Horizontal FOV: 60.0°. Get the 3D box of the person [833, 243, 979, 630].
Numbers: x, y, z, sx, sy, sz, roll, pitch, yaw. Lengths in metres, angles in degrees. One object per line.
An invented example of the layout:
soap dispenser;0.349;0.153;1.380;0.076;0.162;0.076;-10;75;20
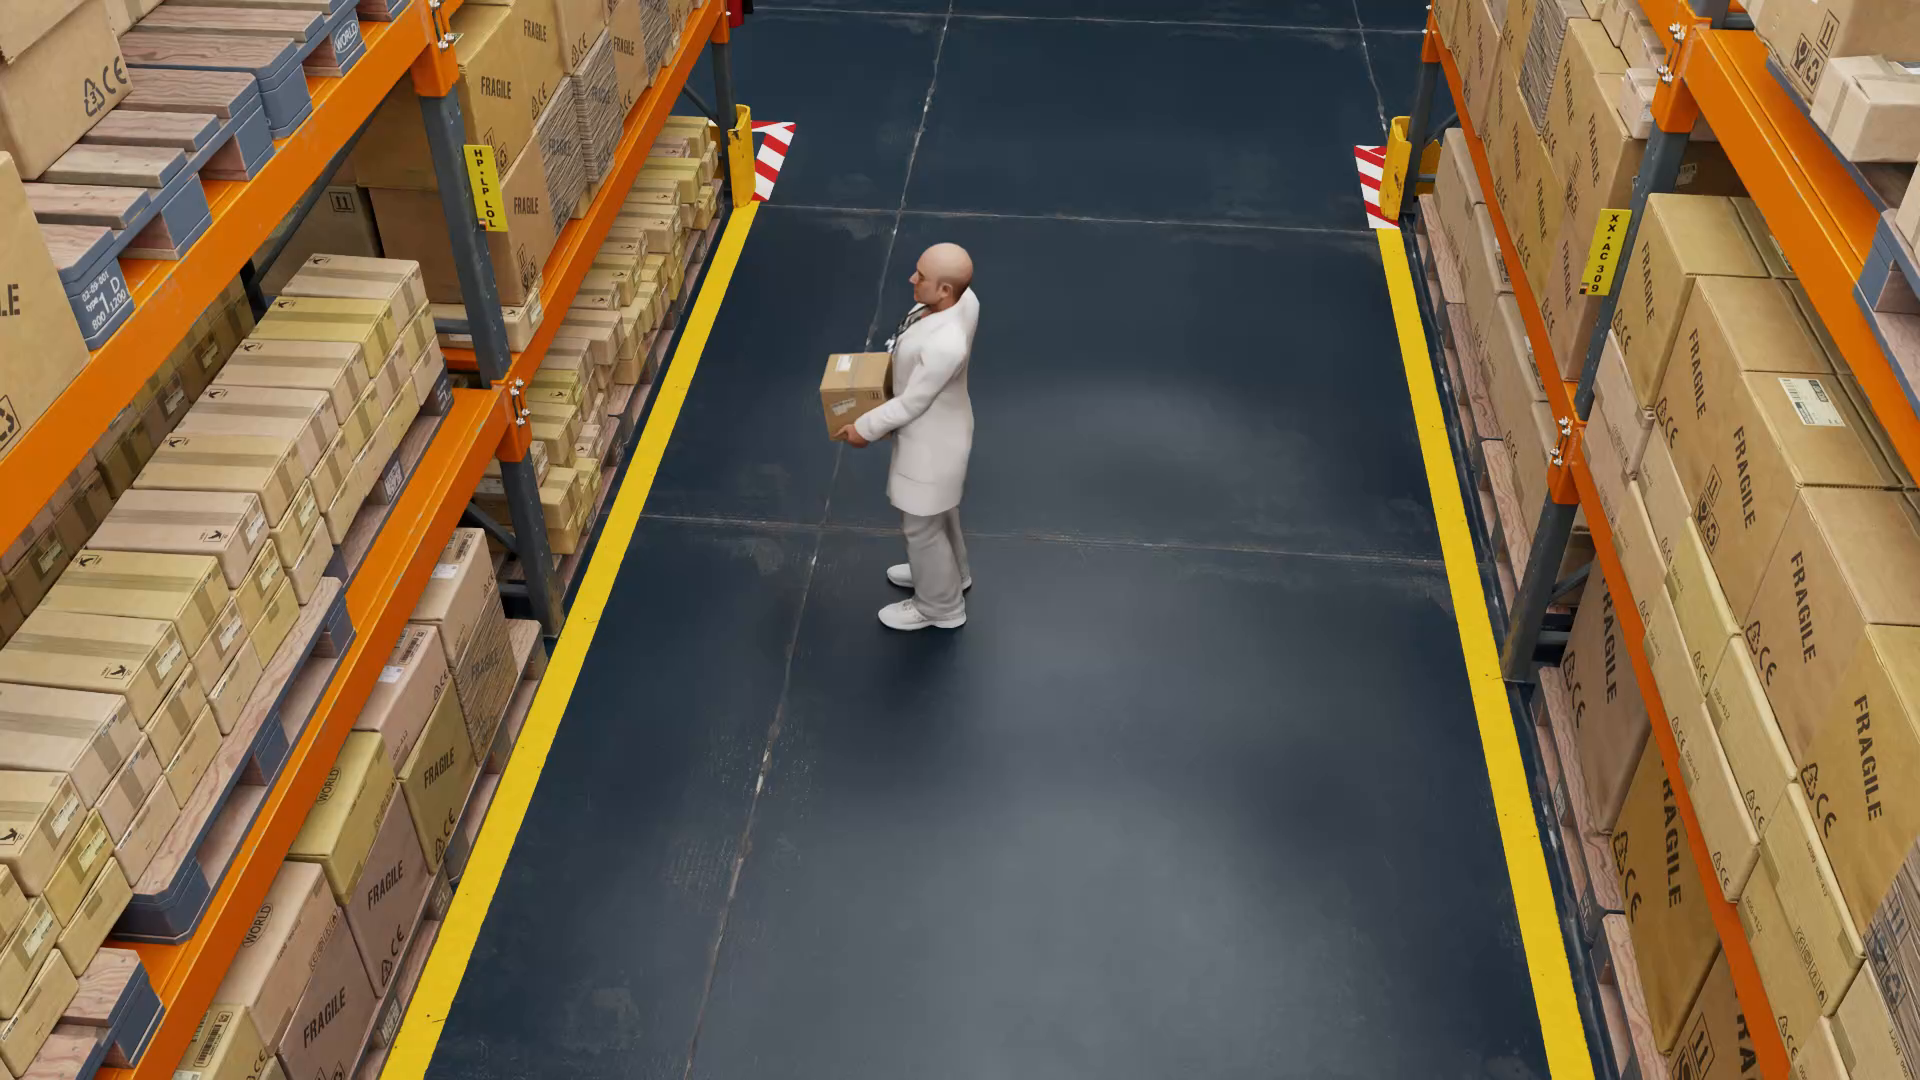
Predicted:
person;-0.213;-0.413;6.670;0.550;1.772;0.529;4;40;5
